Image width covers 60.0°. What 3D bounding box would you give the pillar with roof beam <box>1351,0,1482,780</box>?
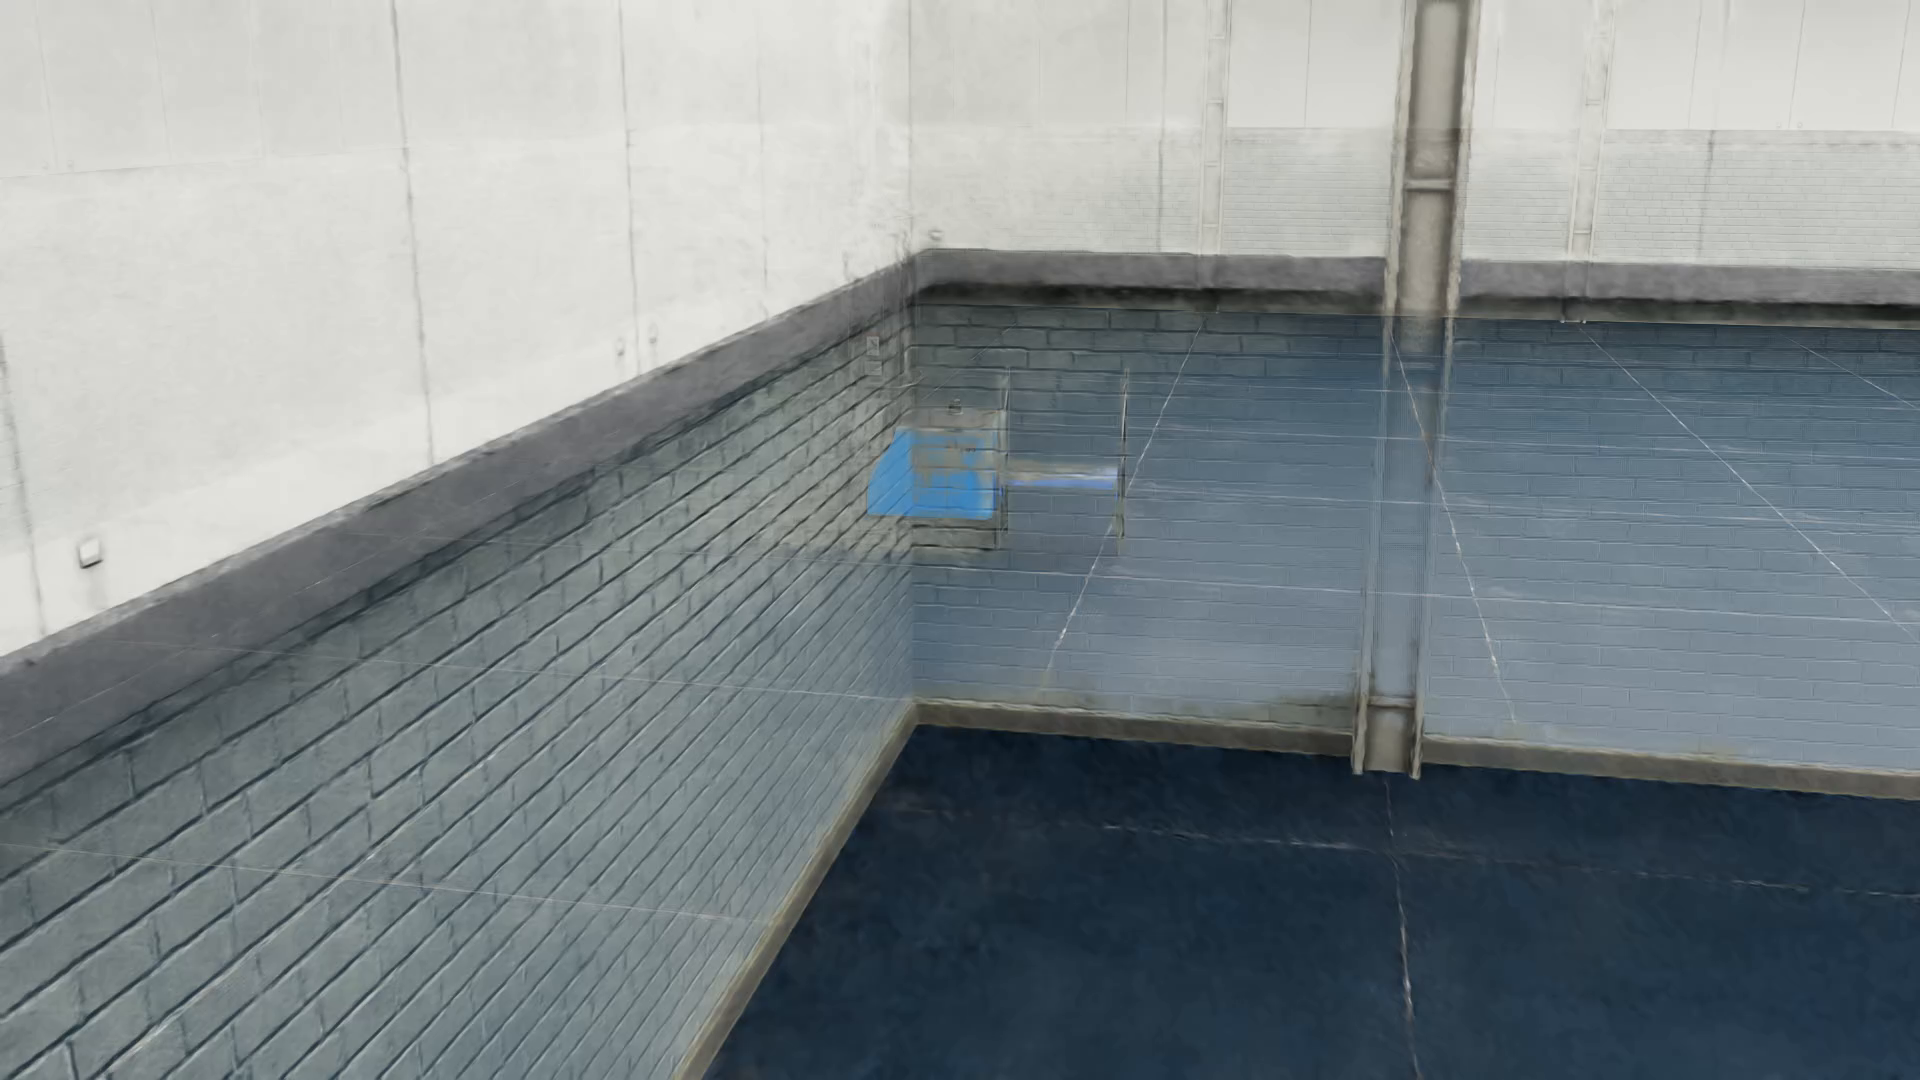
[{"bbox_3d":[-2.468,-7.472,24.611,0.400,9.000,9.100,3,16,11],"label":"pillar with roof beam"}]
